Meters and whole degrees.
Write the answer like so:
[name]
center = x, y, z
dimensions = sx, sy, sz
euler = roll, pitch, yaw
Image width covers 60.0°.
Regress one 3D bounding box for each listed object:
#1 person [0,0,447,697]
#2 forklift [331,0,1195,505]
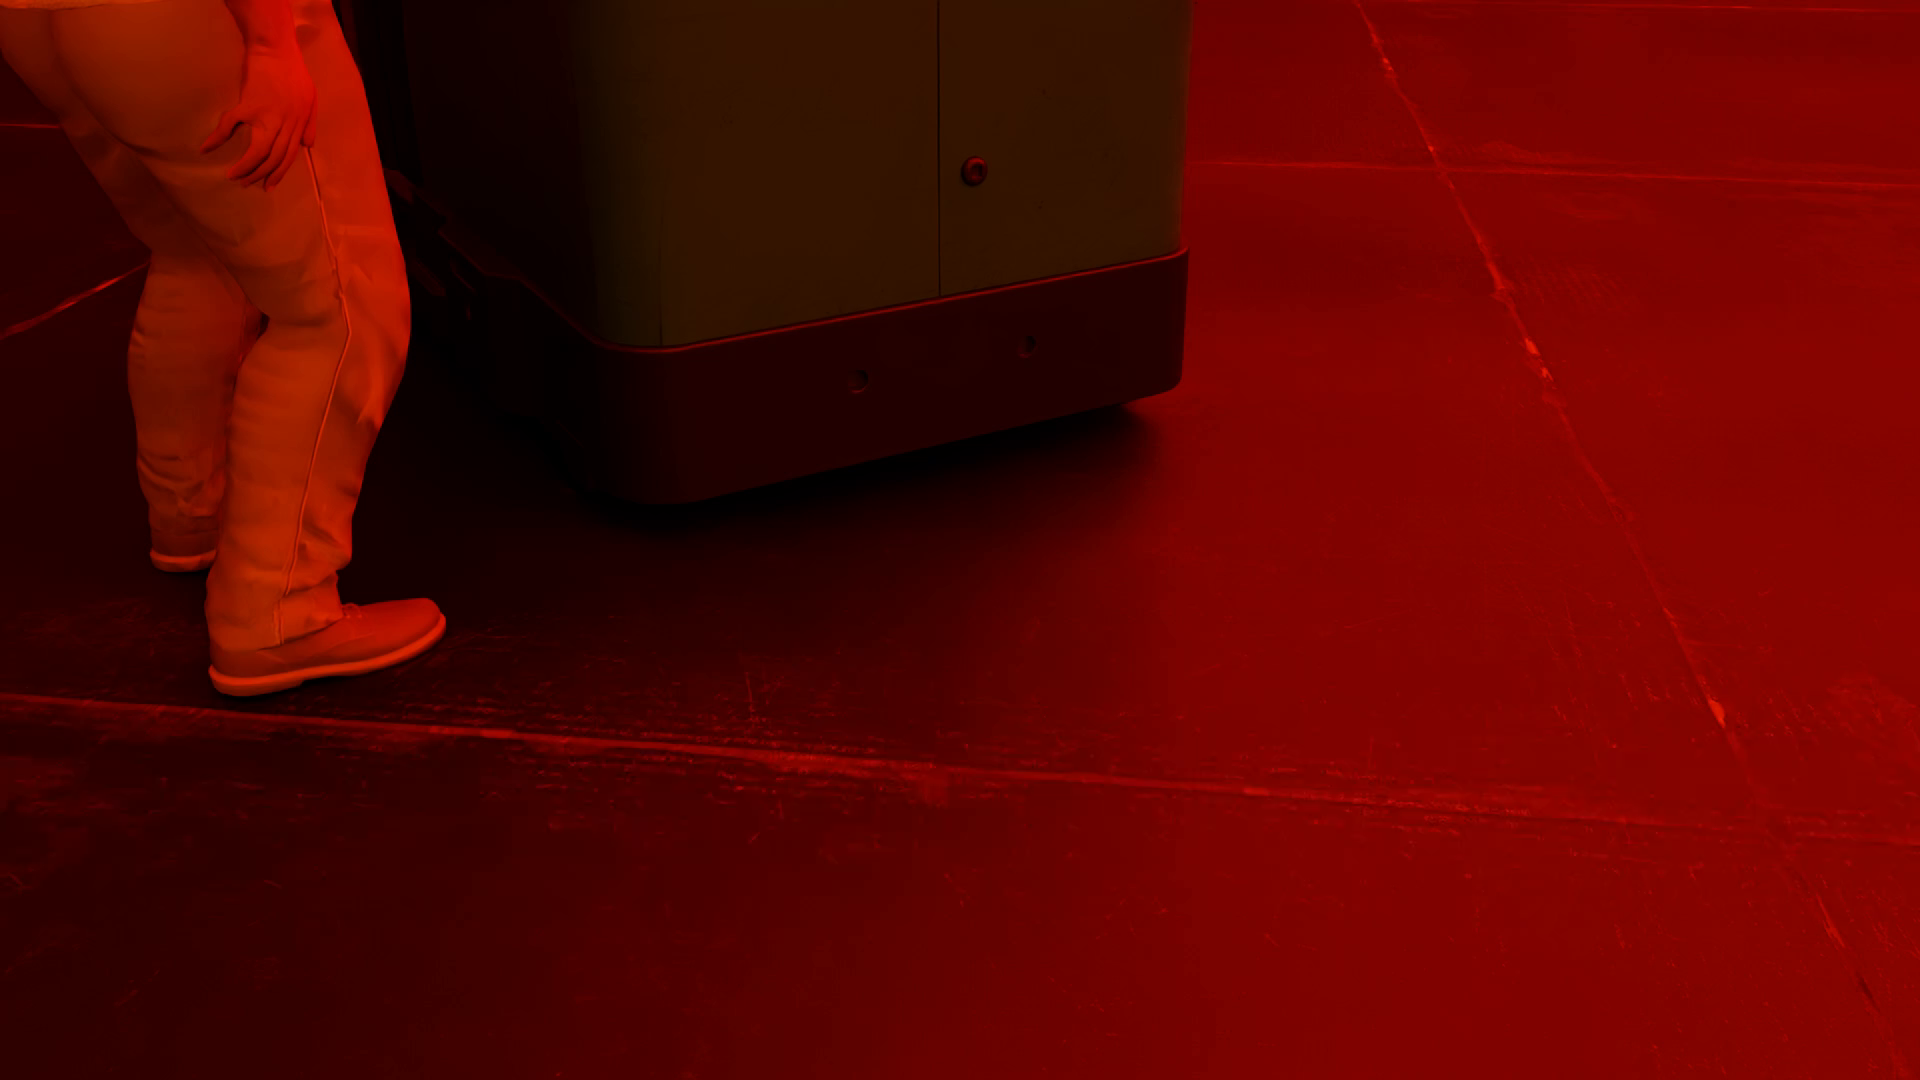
[person]
center = -0.898, -0.634, 1.945
dimensions = 0.778, 1.640, 0.459
euler = 24, 35, 39
[forklift]
center = -0.796, -1.981, 3.187
dimensions = 1.130, 2.935, 3.031
euler = -15, 30, -27
